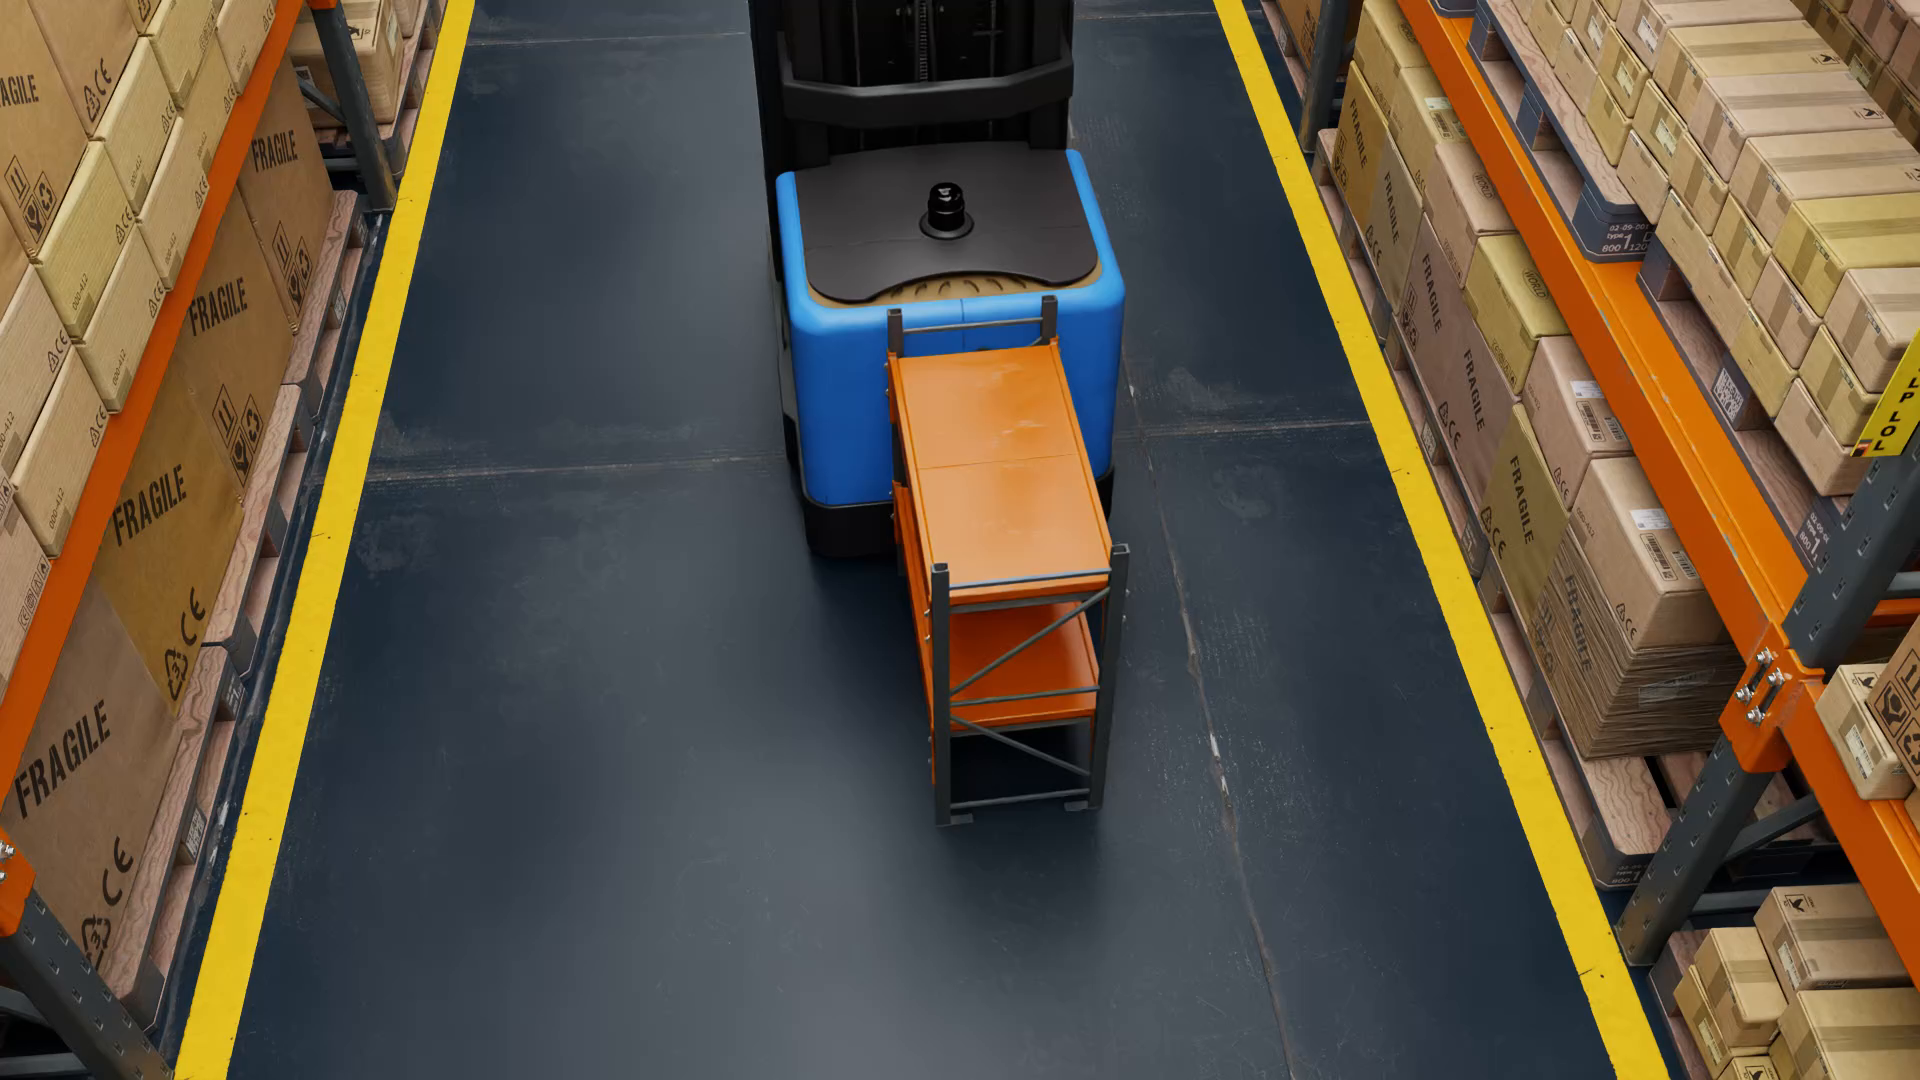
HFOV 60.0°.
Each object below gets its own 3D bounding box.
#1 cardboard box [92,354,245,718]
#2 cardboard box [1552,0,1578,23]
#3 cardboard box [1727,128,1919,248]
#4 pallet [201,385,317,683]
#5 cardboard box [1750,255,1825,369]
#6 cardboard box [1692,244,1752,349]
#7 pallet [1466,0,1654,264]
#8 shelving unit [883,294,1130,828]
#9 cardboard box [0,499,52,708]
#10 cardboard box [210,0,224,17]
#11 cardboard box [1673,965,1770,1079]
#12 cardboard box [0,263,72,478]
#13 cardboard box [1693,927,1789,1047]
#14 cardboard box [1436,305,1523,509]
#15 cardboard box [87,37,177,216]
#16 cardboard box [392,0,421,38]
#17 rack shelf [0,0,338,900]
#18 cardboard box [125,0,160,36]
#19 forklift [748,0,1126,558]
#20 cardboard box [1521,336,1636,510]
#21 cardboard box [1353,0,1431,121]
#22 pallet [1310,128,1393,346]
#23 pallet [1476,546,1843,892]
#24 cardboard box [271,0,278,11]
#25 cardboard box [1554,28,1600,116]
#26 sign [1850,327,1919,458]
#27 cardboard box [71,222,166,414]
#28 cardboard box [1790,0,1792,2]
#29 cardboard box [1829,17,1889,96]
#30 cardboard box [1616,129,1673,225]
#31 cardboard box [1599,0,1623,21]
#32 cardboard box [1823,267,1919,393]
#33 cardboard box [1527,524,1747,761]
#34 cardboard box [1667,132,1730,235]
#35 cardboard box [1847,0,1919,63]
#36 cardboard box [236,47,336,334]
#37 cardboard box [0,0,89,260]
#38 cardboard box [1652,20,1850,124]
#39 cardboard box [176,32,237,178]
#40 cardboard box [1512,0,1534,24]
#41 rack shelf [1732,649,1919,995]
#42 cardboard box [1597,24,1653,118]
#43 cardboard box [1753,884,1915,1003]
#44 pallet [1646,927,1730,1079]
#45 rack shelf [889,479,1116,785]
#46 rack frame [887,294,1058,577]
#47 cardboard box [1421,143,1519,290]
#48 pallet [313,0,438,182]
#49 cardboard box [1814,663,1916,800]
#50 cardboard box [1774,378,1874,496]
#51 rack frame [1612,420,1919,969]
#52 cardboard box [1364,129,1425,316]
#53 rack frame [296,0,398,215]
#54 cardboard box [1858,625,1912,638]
[{"bbox_3d":[-2.789,-0.053,4.908,0.875,0.875,0.875,-2,47,-2],"label":"cardboard box"},{"bbox_3d":[1.965,-1.677,4.951,0.380,0.149,0.250,-4,47,-4],"label":"cardboard box"},{"bbox_3d":[2.079,-0.839,3.952,0.380,0.149,0.250,-5,47,-5],"label":"cardboard box"},{"bbox_3d":[-2.819,-0.022,5.625,1.003,0.211,1.213,-3,47,-3],"label":"pallet"},{"bbox_3d":[2.097,-0.543,3.877,0.380,0.149,0.250,-3,47,-3],"label":"cardboard box"},{"bbox_3d":[2.078,-0.618,4.153,0.380,0.149,0.250,-4,47,-3],"label":"cardboard box"},{"bbox_3d":[2.222,-1.314,5.061,1.003,0.211,1.213,-3,47,-3],"label":"pallet"},{"bbox_3d":[0.107,0.066,4.912,0.538,1.125,1.048,-6,47,-5],"label":"shelving unit"},{"bbox_3d":[-2.348,0.175,3.621,0.500,0.250,0.500,-4,47,-4],"label":"cardboard box"},{"bbox_3d":[-2.569,-1.851,5.196,0.500,0.250,0.500,-5,47,-4],"label":"cardboard box"},{"bbox_3d":[2.061,1.203,4.219,0.380,0.149,0.250,-5,47,-5],"label":"cardboard box"},{"bbox_3d":[-2.402,-0.373,3.797,0.500,0.250,0.500,-3,47,-3],"label":"cardboard box"},{"bbox_3d":[2.062,1.099,4.112,0.380,0.149,0.250,-2,47,-1],"label":"cardboard box"},{"bbox_3d":[1.956,-0.464,5.555,0.500,0.500,0.500,-4,47,-4],"label":"cardboard box"},{"bbox_3d":[-2.462,-1.106,4.490,0.500,0.250,0.500,-5,47,-4],"label":"cardboard box"},{"bbox_3d":[-3.016,-2.620,7.686,0.950,0.372,0.625,-4,47,-4],"label":"cardboard box"},{"bbox_3d":[-2.741,-0.742,4.882,1.077,0.370,4.000,-3,47,-3],"label":"rack shelf"},{"bbox_3d":[-2.519,-1.726,4.561,0.500,0.500,0.500,-3,47,-3],"label":"cardboard box"},{"bbox_3d":[-0.196,-2.030,5.653,1.130,2.935,3.031,-6,47,-5],"label":"forklift"},{"bbox_3d":[2.006,-0.355,4.936,0.500,0.250,0.500,-1,47,-1],"label":"cardboard box"},{"bbox_3d":[1.832,-1.839,6.342,0.500,0.250,0.500,-5,47,-5],"label":"cardboard box"},{"bbox_3d":[2.079,-1.286,6.822,1.003,0.211,1.213,-3,47,-3],"label":"pallet"},{"bbox_3d":[2.284,0.480,5.150,1.003,0.211,1.213,-3,47,-3],"label":"pallet"},{"bbox_3d":[-2.608,-2.034,5.714,0.500,0.250,0.500,-5,47,-5],"label":"cardboard box"},{"bbox_3d":[1.985,-1.385,4.879,0.380,0.149,0.250,-5,47,-5],"label":"cardboard box"},{"bbox_3d":[1.797,-0.278,3.150,0.100,0.325,0.005,-3,47,-3],"label":"sign"},{"bbox_3d":[-2.420,-0.571,4.328,0.500,0.250,0.500,-4,47,-4],"label":"cardboard box"},{"bbox_3d":[2.621,-1.707,4.980,0.380,0.149,0.250,-2,47,-2],"label":"cardboard box"},{"bbox_3d":[2.661,-1.338,4.630,0.380,0.149,0.250,-4,47,-4],"label":"cardboard box"},{"bbox_3d":[2.029,-1.000,4.515,0.380,0.149,0.250,-5,47,-5],"label":"cardboard box"},{"bbox_3d":[1.990,-1.595,4.669,0.380,0.149,0.250,-4,47,-4],"label":"cardboard box"},{"bbox_3d":[2.122,-0.457,3.591,0.380,0.149,0.250,-2,47,-1],"label":"cardboard box"},{"bbox_3d":[2.037,0.279,4.852,0.500,0.500,0.500,-4,47,-4],"label":"cardboard box"},{"bbox_3d":[2.052,-0.920,4.234,0.380,0.149,0.250,-5,47,-5],"label":"cardboard box"},{"bbox_3d":[2.666,-1.427,4.509,0.380,0.149,0.250,-2,47,-2],"label":"cardboard box"},{"bbox_3d":[-2.934,-1.345,6.132,0.875,0.875,0.875,-4,47,-4],"label":"cardboard box"},{"bbox_3d":[-2.434,-0.985,3.860,0.500,0.500,0.500,-5,47,-4],"label":"cardboard box"},{"bbox_3d":[2.040,-1.207,4.301,0.380,0.149,0.250,-5,47,-5],"label":"cardboard box"},{"bbox_3d":[-2.523,-1.300,5.019,0.500,0.250,0.500,-4,47,-4],"label":"cardboard box"},{"bbox_3d":[1.946,-1.755,5.230,0.380,0.149,0.250,-2,47,-2],"label":"cardboard box"},{"bbox_3d":[2.518,1.778,2.495,1.077,0.370,4.000,-3,47,-3],"label":"rack shelf"},{"bbox_3d":[2.006,-1.306,4.600,0.380,0.149,0.250,-3,47,-3],"label":"cardboard box"},{"bbox_3d":[2.173,0.977,4.023,0.380,0.149,0.250,-2,47,-2],"label":"cardboard box"},{"bbox_3d":[2.442,1.527,4.159,1.003,0.211,1.213,-3,47,-3],"label":"pallet"},{"bbox_3d":[0.107,0.234,5.090,0.538,0.278,1.000,-6,47,-5],"label":"rack shelf"},{"bbox_3d":[0.037,-0.299,5.259,0.500,1.125,0.032,-6,47,-5],"label":"rack frame"},{"bbox_3d":[1.903,-1.113,5.654,0.500,0.250,0.500,-3,47,-3],"label":"cardboard box"},{"bbox_3d":[-2.973,-2.043,7.539,1.003,0.211,1.213,-3,47,-3],"label":"pallet"},{"bbox_3d":[2.048,0.395,3.483,0.380,0.149,0.250,-2,47,-2],"label":"cardboard box"},{"bbox_3d":[2.120,-0.249,3.804,0.380,0.149,0.250,-4,47,-4],"label":"cardboard box"},{"bbox_3d":[2.350,0.084,3.604,1.000,3.000,0.127,-3,47,-3],"label":"rack frame"},{"bbox_3d":[1.866,-1.204,6.257,0.500,0.500,0.500,-3,47,-3],"label":"cardboard box"},{"bbox_3d":[-2.909,-2.436,5.991,1.000,3.000,0.127,-3,47,-3],"label":"rack frame"},{"bbox_3d":[2.552,-0.009,4.609,0.500,0.250,0.500,-5,47,-5],"label":"cardboard box"}]
